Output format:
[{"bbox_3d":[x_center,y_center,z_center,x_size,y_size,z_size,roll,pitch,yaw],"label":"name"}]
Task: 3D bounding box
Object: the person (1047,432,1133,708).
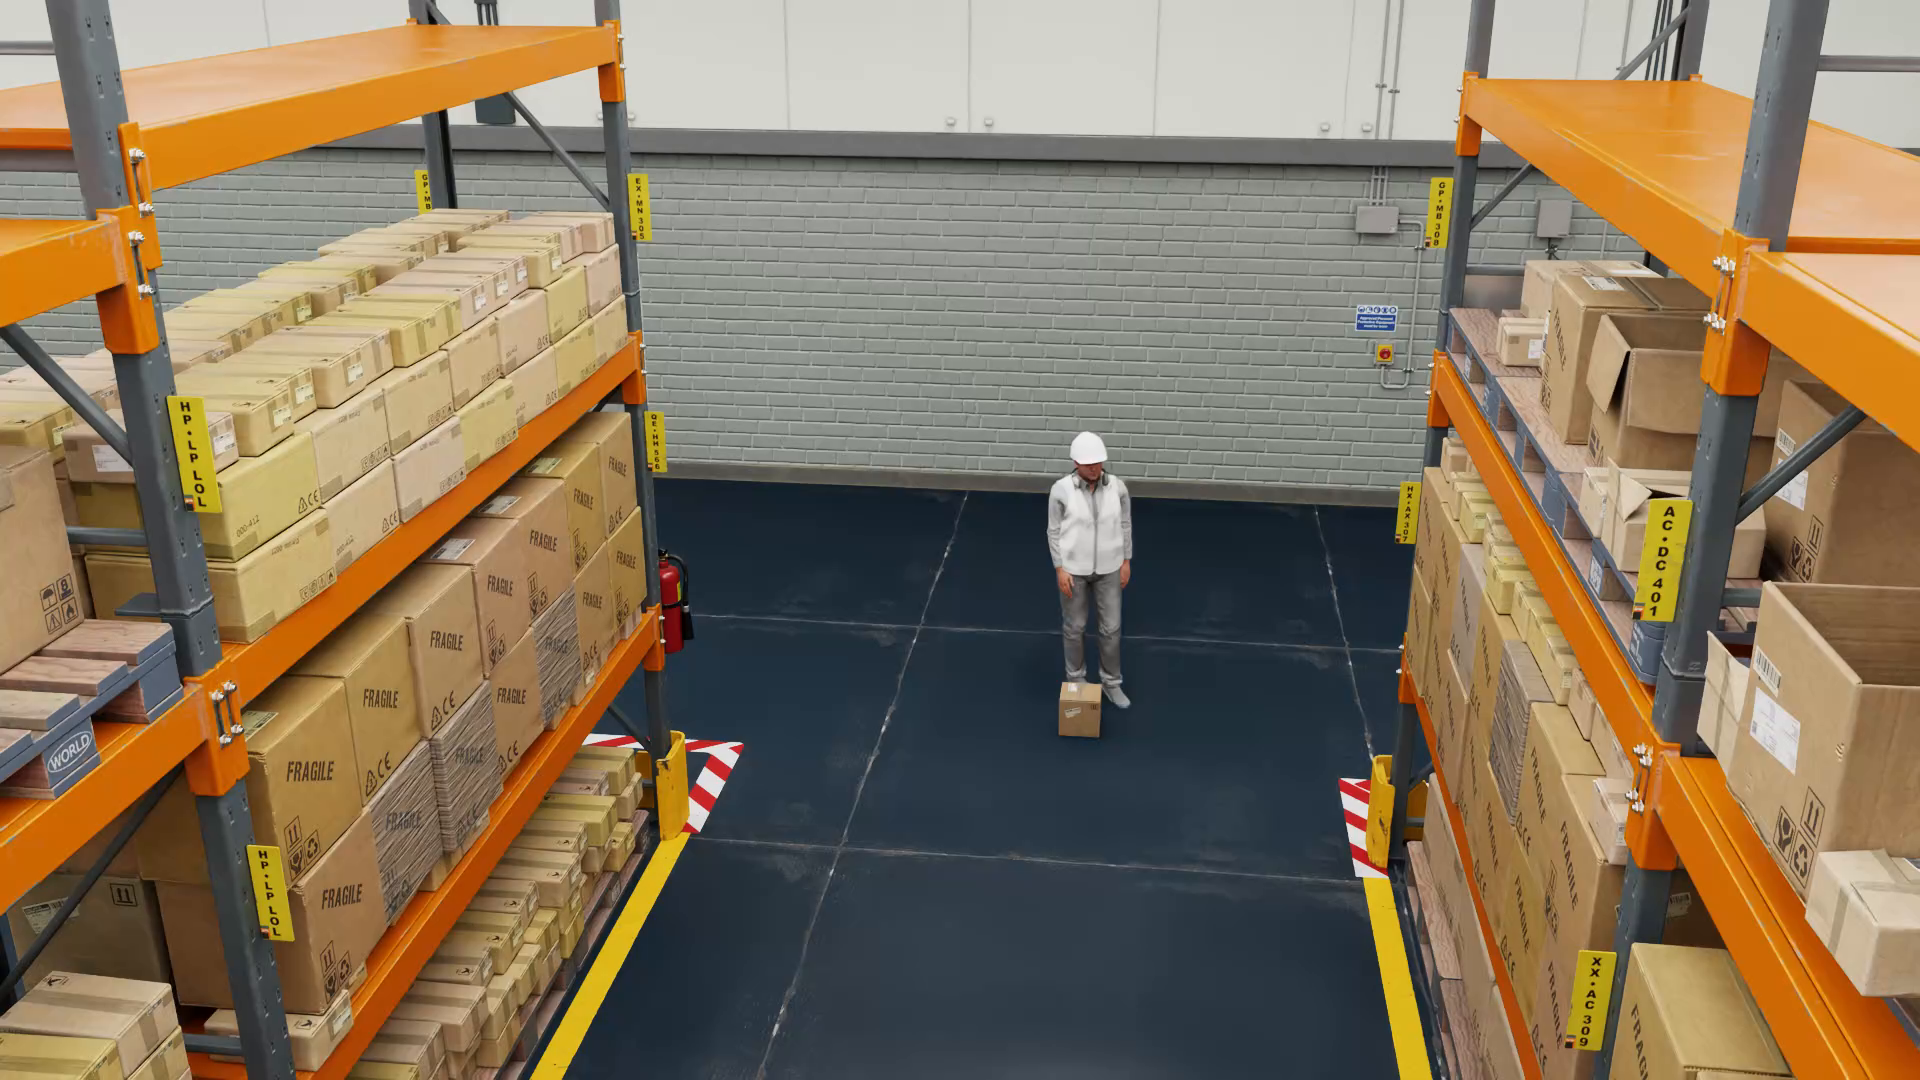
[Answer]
[{"bbox_3d":[0.834,0.208,10.547,0.558,1.834,0.447,-3,21,-8],"label":"person"}]
